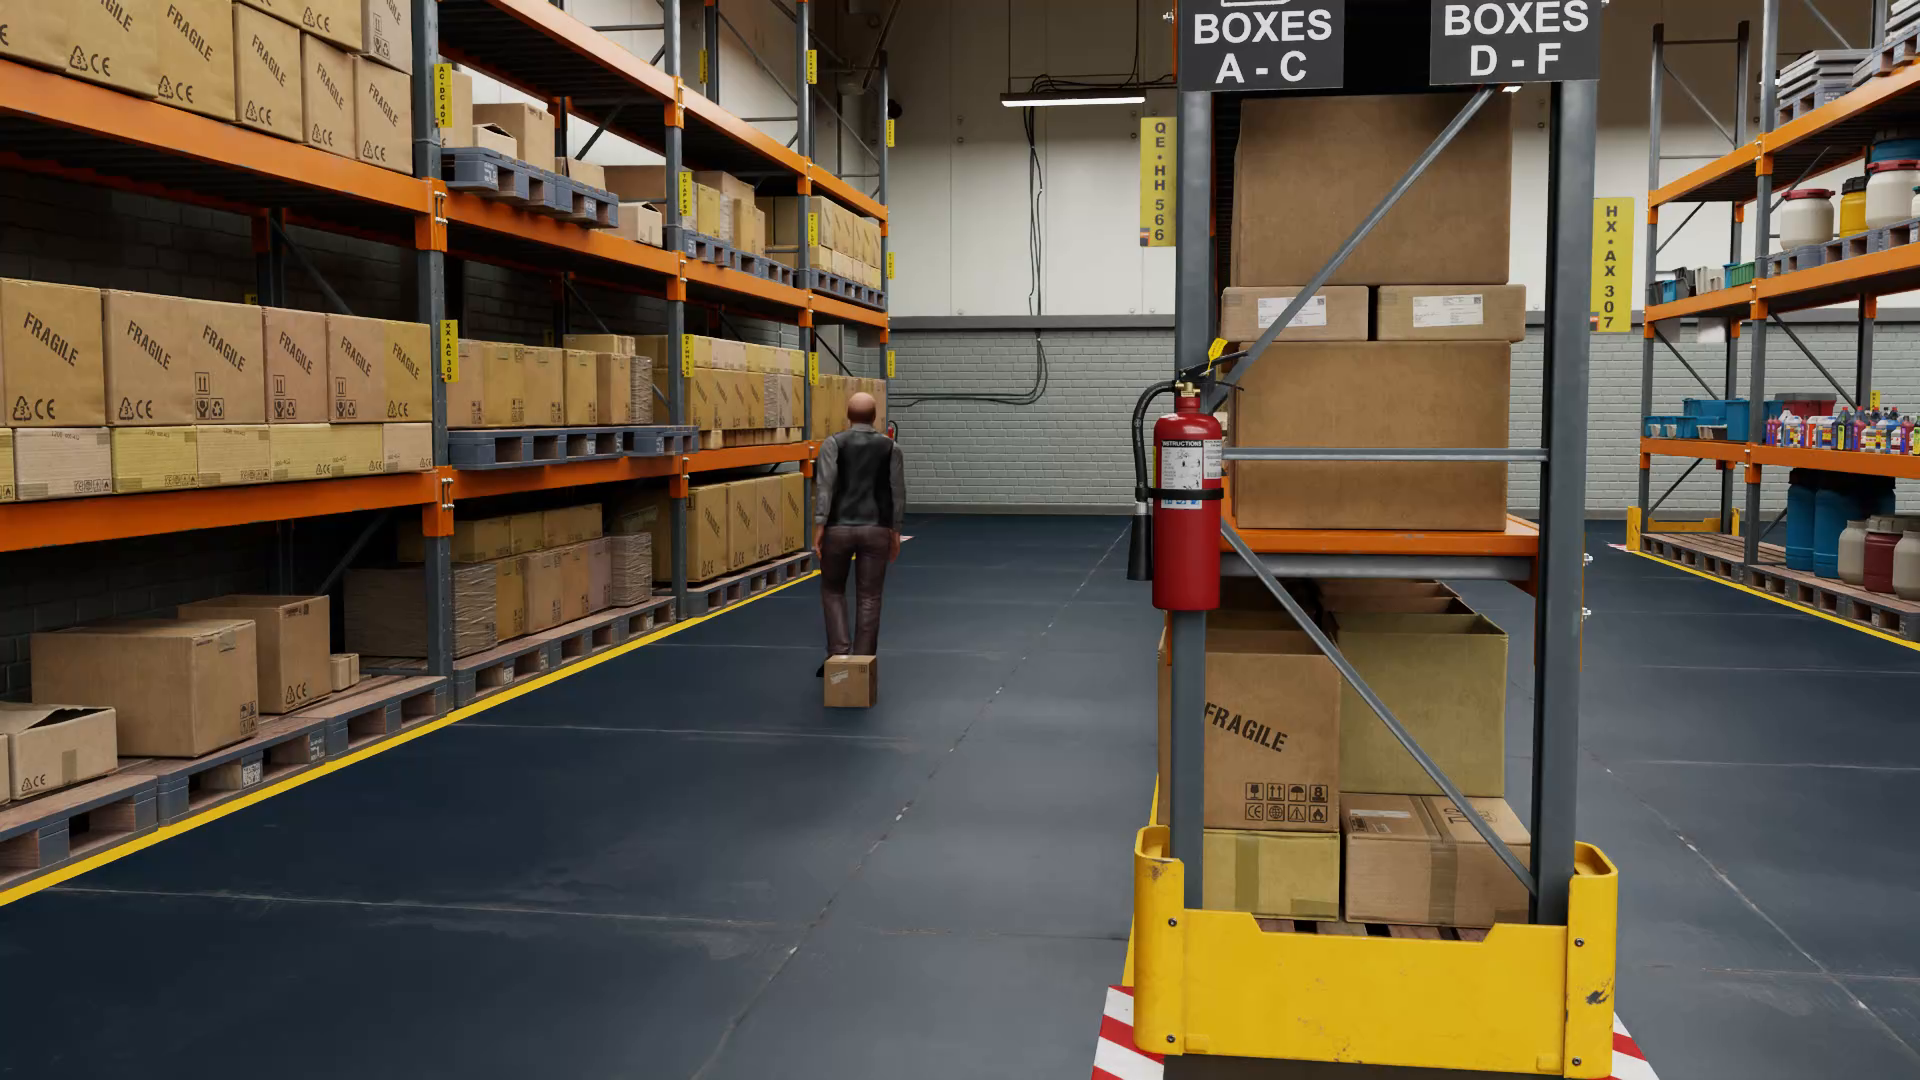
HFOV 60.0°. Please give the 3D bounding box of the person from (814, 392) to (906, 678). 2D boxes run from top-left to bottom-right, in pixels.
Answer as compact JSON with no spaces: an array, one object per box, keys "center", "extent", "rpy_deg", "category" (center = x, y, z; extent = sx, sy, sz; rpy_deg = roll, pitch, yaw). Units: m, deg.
[{"center":[-0.592,-0.012,9.889],"extent":[0.563,1.728,0.551],"rpy_deg":[-1,4,-8],"category":"person"}]
